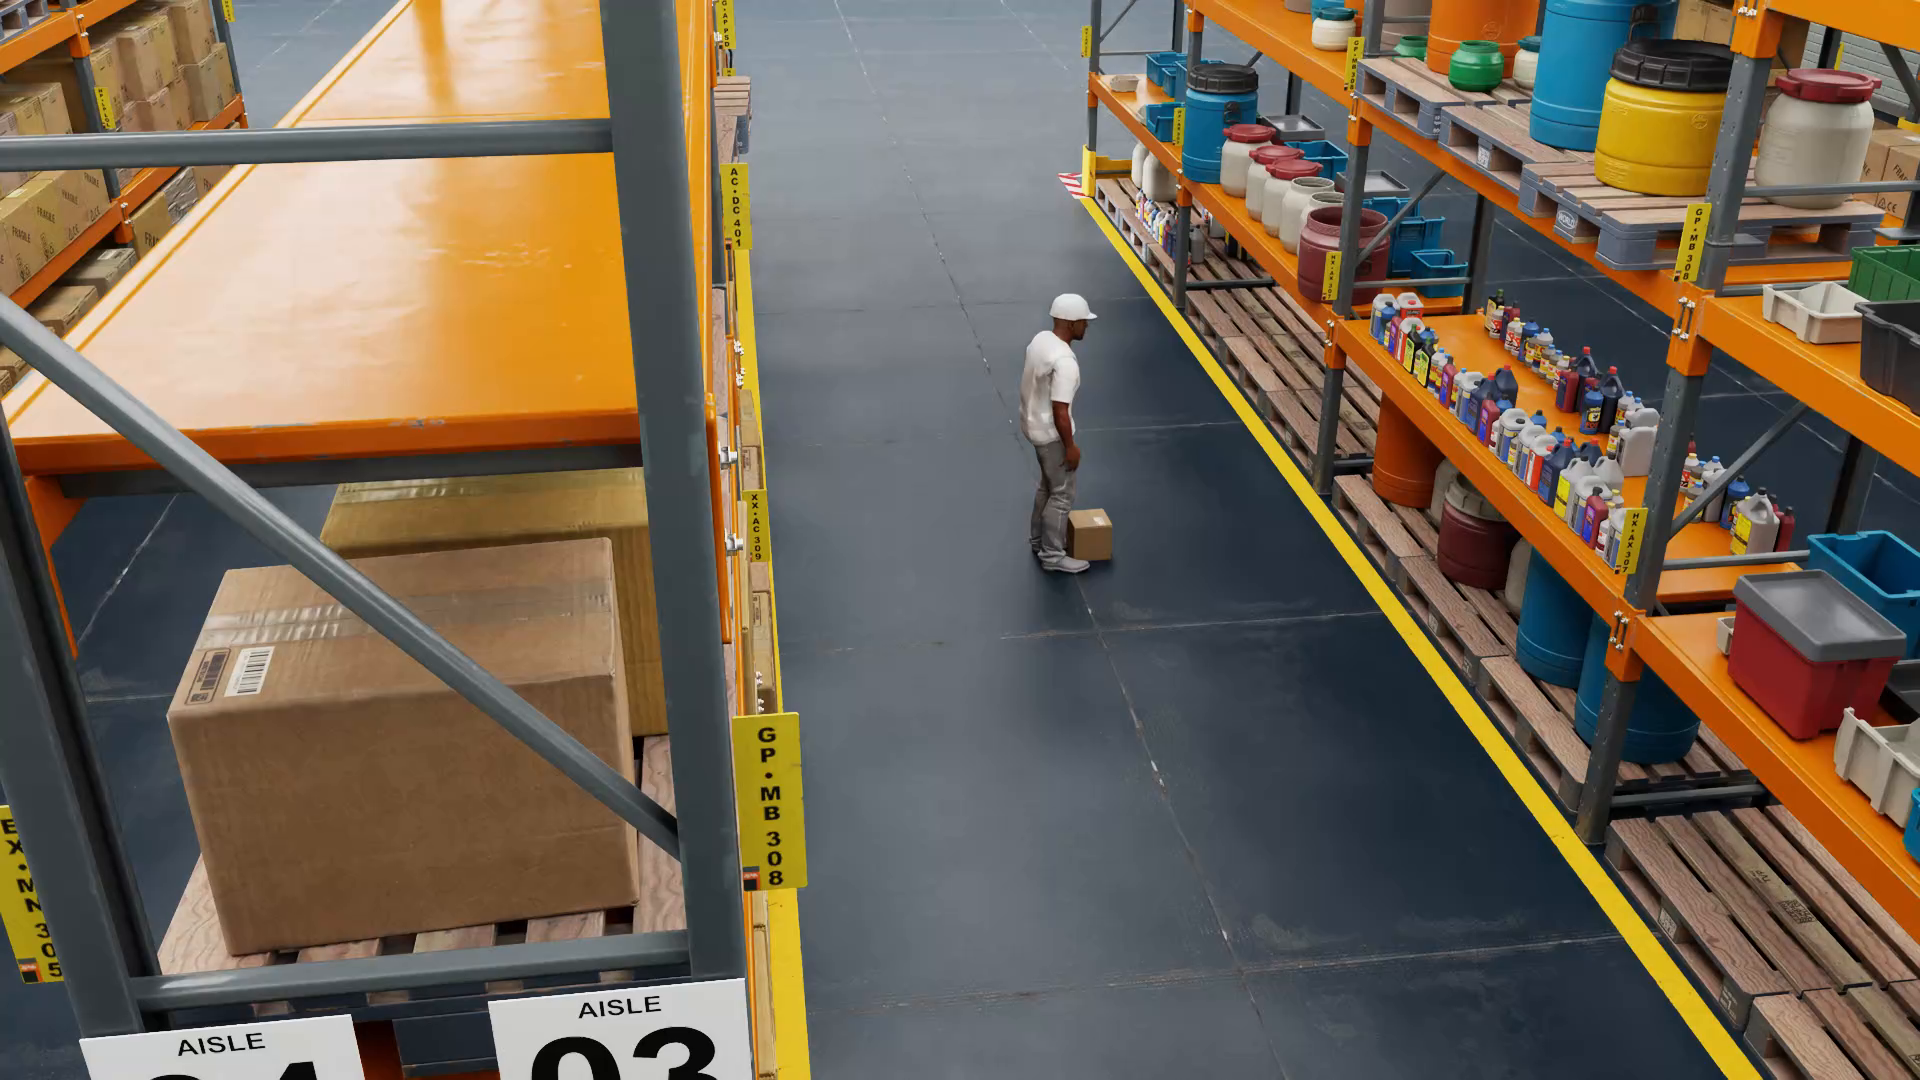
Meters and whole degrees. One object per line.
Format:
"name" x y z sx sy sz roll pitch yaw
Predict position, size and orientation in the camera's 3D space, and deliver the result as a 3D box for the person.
"person" 0.611 -0.686 10.430 0.461 1.759 0.631 -5 27 -10
